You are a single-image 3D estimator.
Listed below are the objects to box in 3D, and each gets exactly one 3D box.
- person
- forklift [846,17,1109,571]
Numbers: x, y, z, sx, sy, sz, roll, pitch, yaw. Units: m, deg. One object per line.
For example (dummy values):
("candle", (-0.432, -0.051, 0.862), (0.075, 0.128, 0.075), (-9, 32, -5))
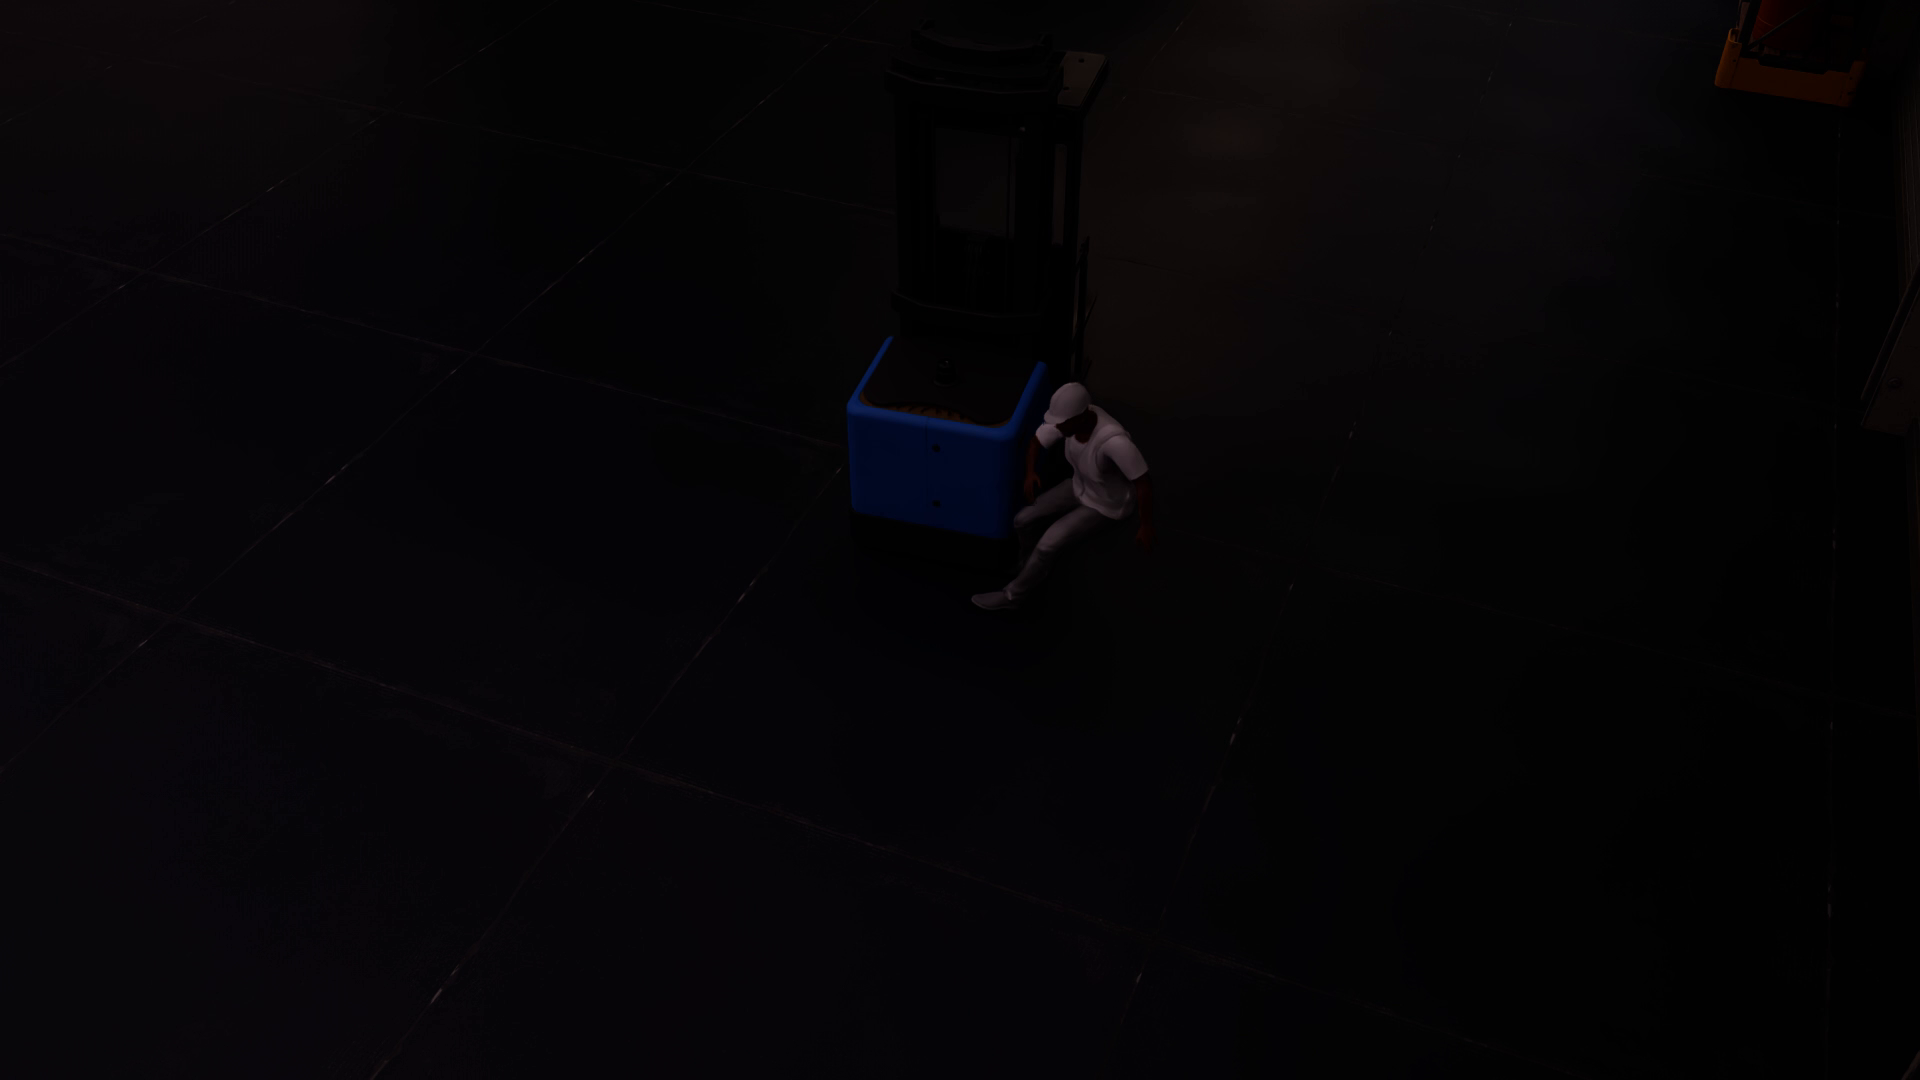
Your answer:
("person", (0.572, -0.172, 9.397), (0.929, 1.525, 0.937), (-20, 44, -22))
("forklift", (0.237, -1.892, 10.266), (1.130, 2.935, 3.031), (11, 41, 13))
